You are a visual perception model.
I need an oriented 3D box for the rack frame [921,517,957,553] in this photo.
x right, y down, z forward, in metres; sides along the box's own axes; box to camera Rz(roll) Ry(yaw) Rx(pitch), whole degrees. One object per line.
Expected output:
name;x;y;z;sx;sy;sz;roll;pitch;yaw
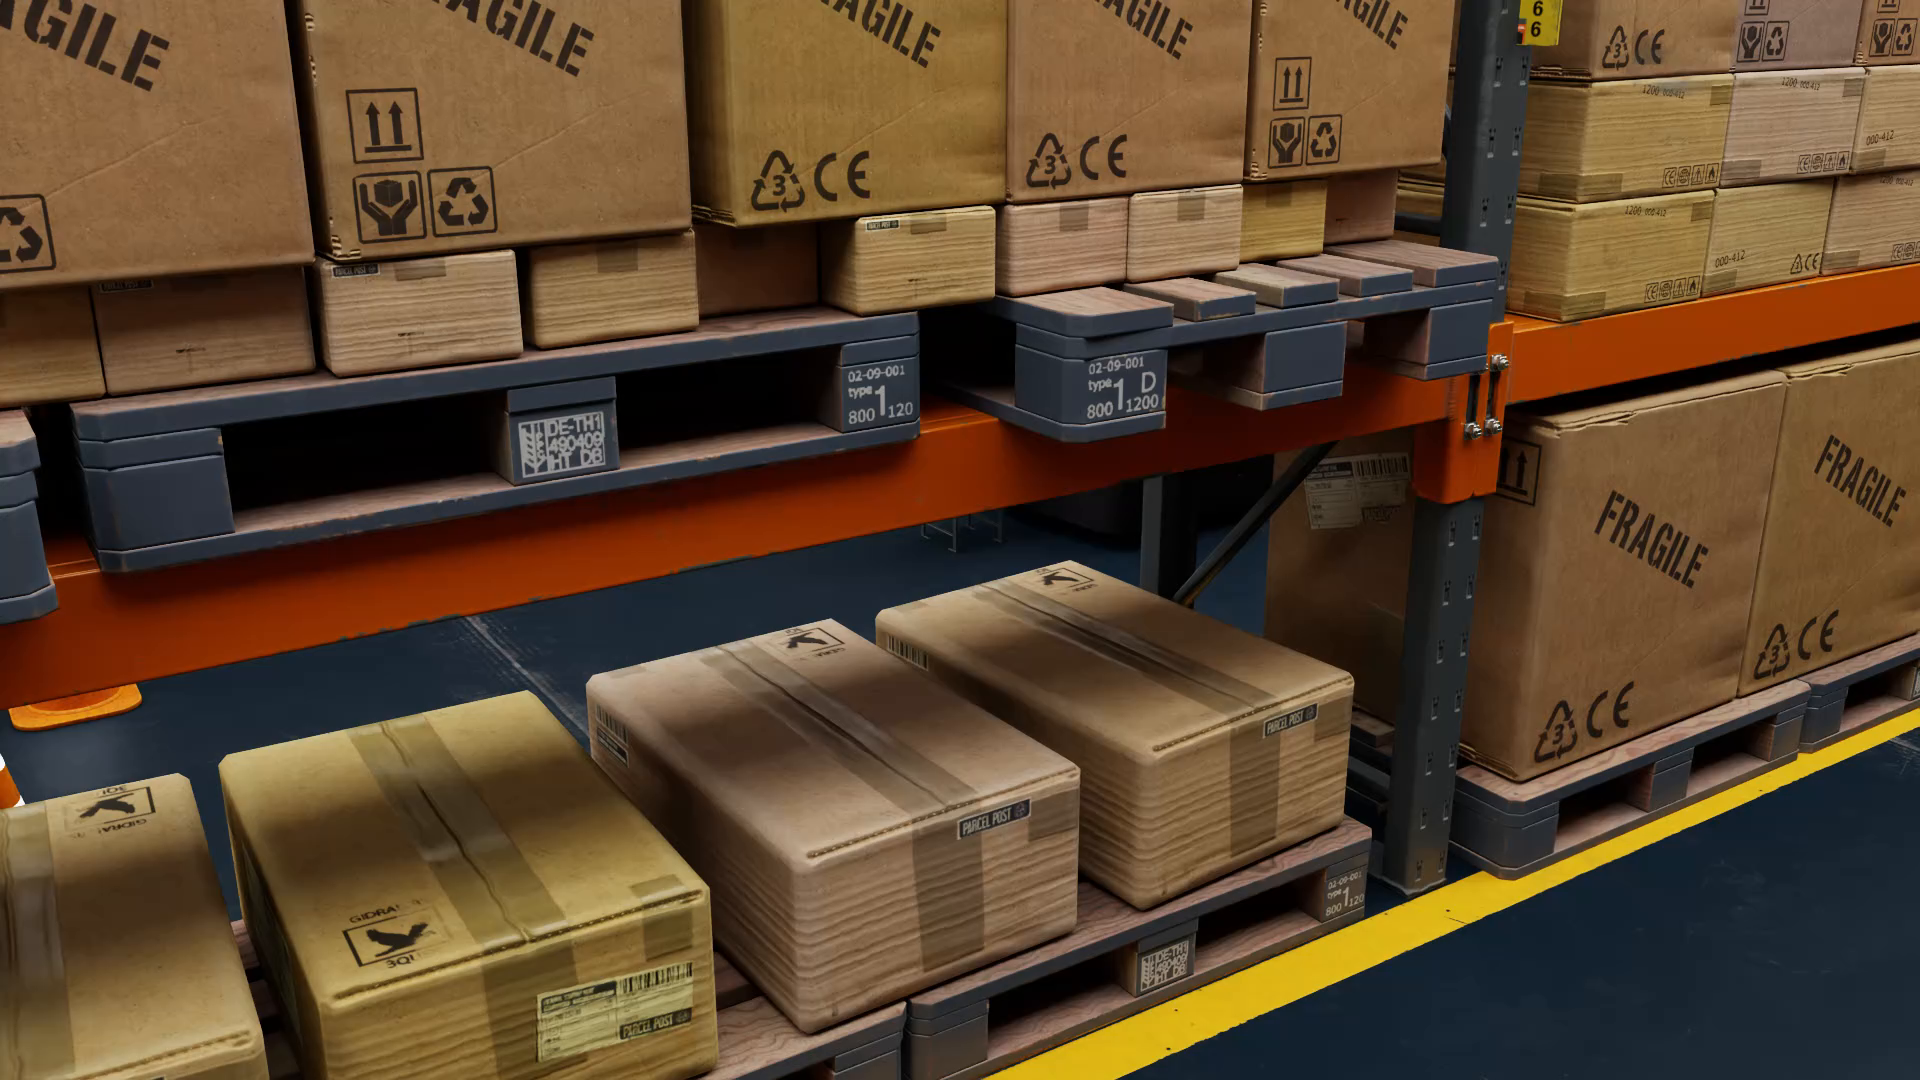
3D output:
rack frame;-0.078;-0.410;6.052;0.006;0.900;0.240;-12;22;-31

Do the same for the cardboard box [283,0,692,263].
cardboard box;-0.726;-0.695;2.340;0.500;0.500;0.500;-13;23;-34

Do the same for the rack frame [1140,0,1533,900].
rack frame;0.803;-0.741;3.753;0.127;3.000;1.000;-12;22;-31

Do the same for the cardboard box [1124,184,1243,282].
cardboard box;0.289;-0.577;3.006;0.250;0.149;0.380;-12;22;-32

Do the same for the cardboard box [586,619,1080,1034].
cardboard box;-0.286;0.534;3.429;0.625;0.372;0.950;-12;22;-32

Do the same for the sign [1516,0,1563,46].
sign;1.110;-1.109;3.156;0.005;0.325;0.100;-12;22;-31

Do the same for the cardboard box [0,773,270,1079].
cardboard box;-1.502;0.789;2.675;0.625;0.372;0.950;-10;21;-28

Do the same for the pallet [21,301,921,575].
pallet;-0.827;-0.291;2.720;1.213;0.211;1.003;-12;22;-31

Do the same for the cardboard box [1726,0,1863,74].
cardboard box;1.759;-1.373;3.907;0.500;0.500;0.500;-12;22;-31

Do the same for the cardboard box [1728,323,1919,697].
cardboard box;2.173;-0.189;4.782;0.875;0.875;0.875;-12;22;-31

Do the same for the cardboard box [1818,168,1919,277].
cardboard box;2.211;-0.875;4.383;0.500;0.250;0.500;-11;22;-30

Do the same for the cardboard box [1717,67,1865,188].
cardboard box;1.795;-1.021;4.034;0.500;0.250;0.500;-11;22;-30

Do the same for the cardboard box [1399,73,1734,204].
cardboard box;1.362;-0.930;3.766;0.500;0.250;0.500;-12;22;-32

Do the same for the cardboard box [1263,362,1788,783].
cardboard box;1.426;-0.033;4.320;0.875;0.875;0.875;-12;22;-32

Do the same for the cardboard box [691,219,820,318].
cardboard box;-0.427;-0.472;2.695;0.250;0.149;0.380;-12;22;-31

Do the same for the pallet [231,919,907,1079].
pallet;-0.868;0.931;3.162;1.213;0.211;1.003;-12;22;-31

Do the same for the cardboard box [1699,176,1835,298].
cardboard box;1.770;-0.784;4.115;0.500;0.250;0.500;-13;22;-33

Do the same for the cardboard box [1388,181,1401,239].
cardboard box;1.083;-0.829;4.246;0.500;0.250;0.500;-13;23;-33

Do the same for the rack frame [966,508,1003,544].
rack frame;0.092;-0.446;6.158;0.006;0.900;0.240;-12;22;-31

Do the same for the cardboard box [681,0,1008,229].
cardboard box;-0.270;-0.791;2.623;0.500;0.500;0.500;-14;23;-35

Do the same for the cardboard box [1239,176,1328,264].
cardboard box;0.475;-0.634;3.172;0.250;0.149;0.380;-12;22;-31

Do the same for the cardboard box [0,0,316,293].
cardboard box;-1.150;-0.601;2.064;0.500;0.500;0.500;-12;22;-32

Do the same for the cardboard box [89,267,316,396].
cardboard box;-1.049;-0.318;2.240;0.250;0.149;0.380;-12;22;-31

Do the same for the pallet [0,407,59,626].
pallet;-1.819;-0.041;1.983;1.213;0.211;1.003;-12;22;-31

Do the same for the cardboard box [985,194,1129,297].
cardboard box;0.075;-0.535;2.881;0.250;0.149;0.380;-13;23;-34

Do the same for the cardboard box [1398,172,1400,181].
cardboard box;1.068;-1.060;4.150;0.500;0.250;0.500;-12;22;-32

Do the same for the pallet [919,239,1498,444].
pallet;0.267;-0.496;3.328;1.003;0.211;1.213;-12;22;-31

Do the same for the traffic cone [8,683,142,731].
traffic cone;-2.579;0.254;4.771;0.334;0.463;0.336;-12;22;-31

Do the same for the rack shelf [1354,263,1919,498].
rack shelf;2.474;-0.753;4.910;4.000;0.370;1.077;-12;22;-31

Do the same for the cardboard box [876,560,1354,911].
cardboard box;0.326;0.402;3.820;0.625;0.372;0.950;-14;23;-35

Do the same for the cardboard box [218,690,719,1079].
cardboard box;-0.922;0.666;3.039;0.625;0.372;0.950;-11;22;-30

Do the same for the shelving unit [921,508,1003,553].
shelving unit;0.007;-0.428;6.105;0.210;0.900;0.258;-12;22;-31

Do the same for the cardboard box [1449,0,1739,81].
cardboard box;1.350;-1.284;3.640;0.500;0.500;0.500;-13;22;-33

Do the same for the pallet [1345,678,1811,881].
pallet;1.503;0.461;4.551;1.213;0.211;1.003;-12;22;-31

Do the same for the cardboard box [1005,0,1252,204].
cardboard box;0.151;-0.880;2.887;0.500;0.500;0.500;-12;22;-32

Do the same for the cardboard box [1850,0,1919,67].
cardboard box;2.199;-1.460;4.164;0.500;0.500;0.500;-11;22;-30

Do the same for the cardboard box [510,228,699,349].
cardboard box;-0.591;-0.406;2.499;0.250;0.149;0.380;-13;22;-33

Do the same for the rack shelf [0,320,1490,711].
rack shelf;-0.867;-0.048;2.826;4.000;0.370;1.077;-12;22;-31

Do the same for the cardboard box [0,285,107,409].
cardboard box;-1.256;-0.275;2.112;0.250;0.149;0.380;-12;22;-31

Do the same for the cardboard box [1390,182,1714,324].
cardboard box;1.351;-0.689;3.833;0.500;0.250;0.500;-12;22;-32

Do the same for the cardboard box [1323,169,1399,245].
cardboard box;0.659;-0.700;3.369;0.250;0.149;0.380;-11;22;-29

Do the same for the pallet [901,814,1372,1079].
pallet;0.150;0.717;3.794;1.213;0.211;1.003;-12;22;-31

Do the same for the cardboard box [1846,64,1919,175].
cardboard box;2.218;-1.105;4.284;0.500;0.250;0.500;-12;22;-32

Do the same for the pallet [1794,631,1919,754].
pallet;2.521;0.248;5.183;1.213;0.211;1.003;-12;22;-31

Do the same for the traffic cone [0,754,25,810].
traffic cone;-2.272;0.572;3.829;0.334;0.463;0.336;-12;22;-31

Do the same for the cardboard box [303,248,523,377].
cardboard box;-0.798;-0.351;2.337;0.250;0.149;0.380;-11;22;-29

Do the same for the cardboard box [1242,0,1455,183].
cardboard box;0.577;-0.974;3.165;0.500;0.500;0.500;-13;22;-33

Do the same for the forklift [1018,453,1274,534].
forklift;1.359;-1.773;6.913;3.031;2.935;1.130;-16;24;-39

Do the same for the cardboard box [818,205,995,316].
cardboard box;-0.148;-0.483;2.726;0.250;0.149;0.380;-11;22;-30
